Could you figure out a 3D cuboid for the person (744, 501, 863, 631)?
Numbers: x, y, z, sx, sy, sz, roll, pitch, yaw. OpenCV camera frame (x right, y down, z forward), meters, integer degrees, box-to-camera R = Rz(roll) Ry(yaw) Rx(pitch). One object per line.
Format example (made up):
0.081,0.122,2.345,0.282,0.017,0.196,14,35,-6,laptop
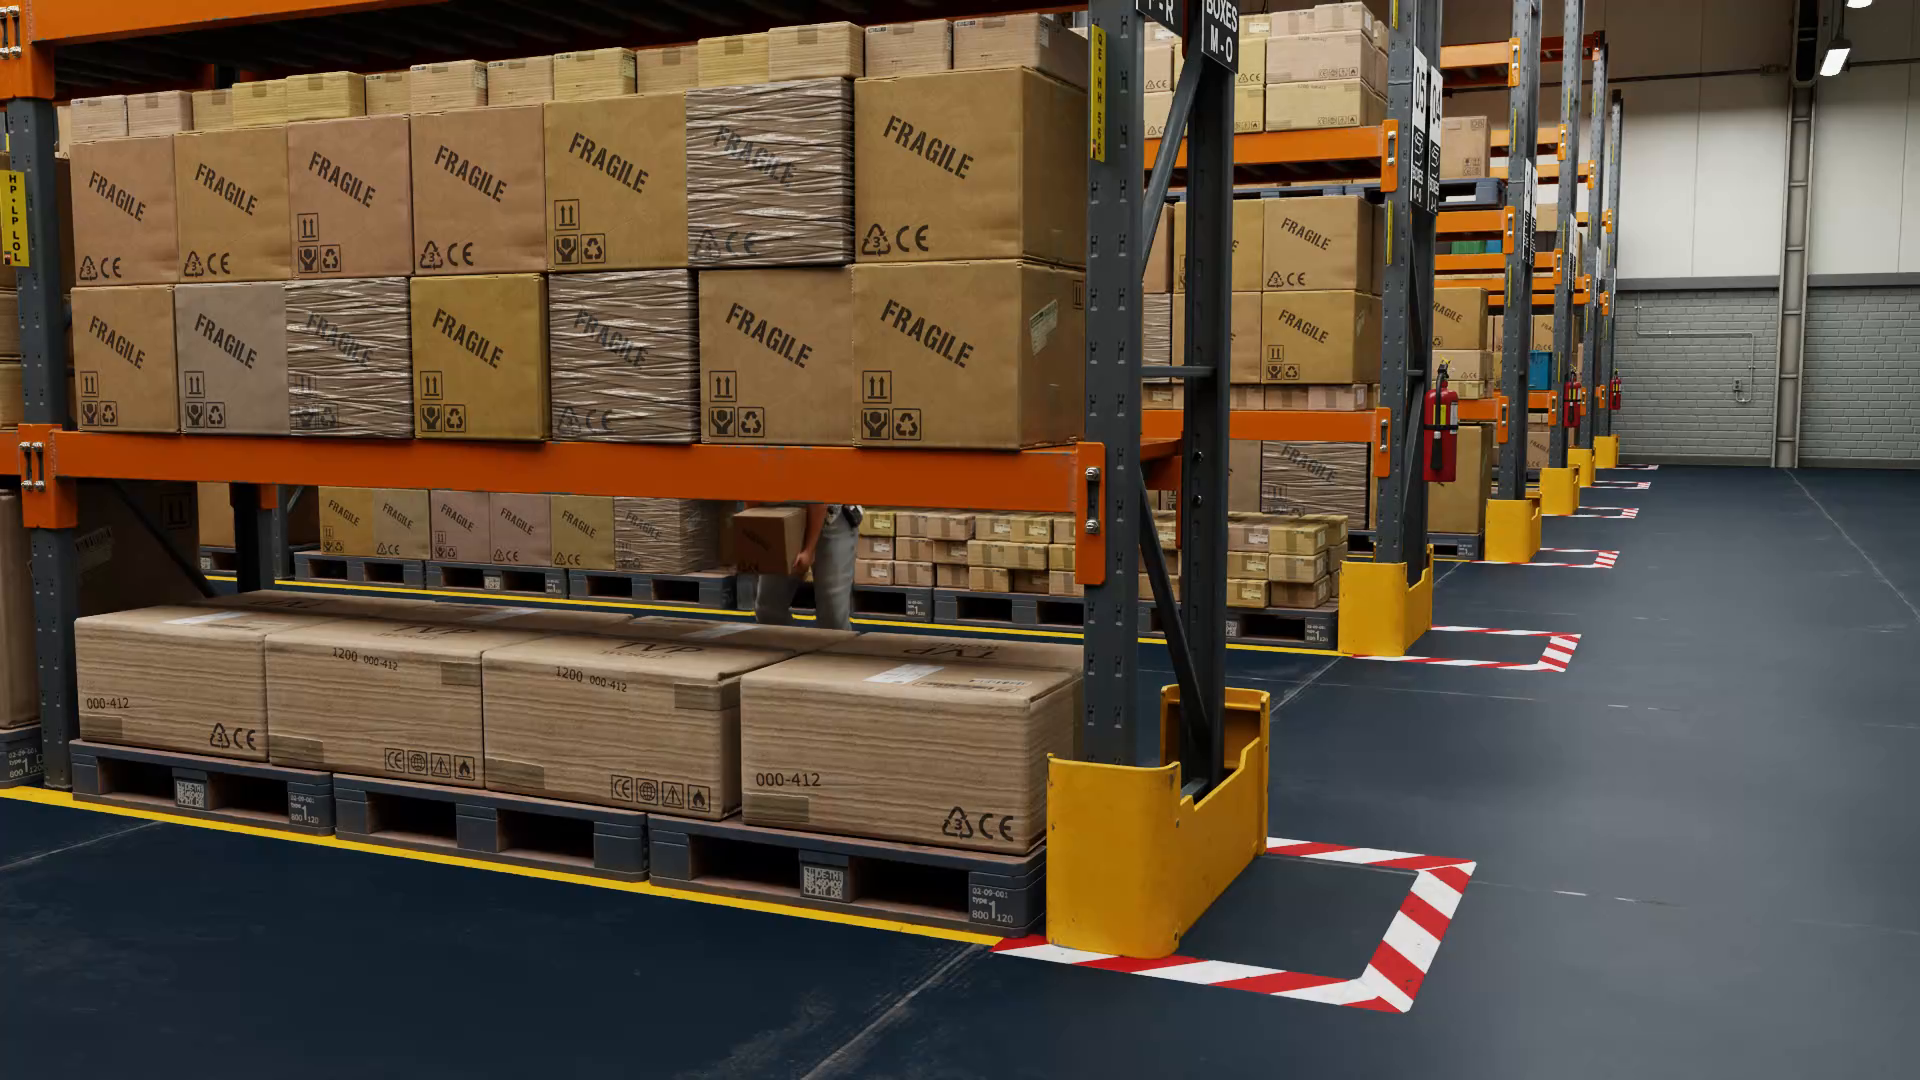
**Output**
-0.706,0.005,7.238,0.456,1.571,0.684,2,6,22,person
